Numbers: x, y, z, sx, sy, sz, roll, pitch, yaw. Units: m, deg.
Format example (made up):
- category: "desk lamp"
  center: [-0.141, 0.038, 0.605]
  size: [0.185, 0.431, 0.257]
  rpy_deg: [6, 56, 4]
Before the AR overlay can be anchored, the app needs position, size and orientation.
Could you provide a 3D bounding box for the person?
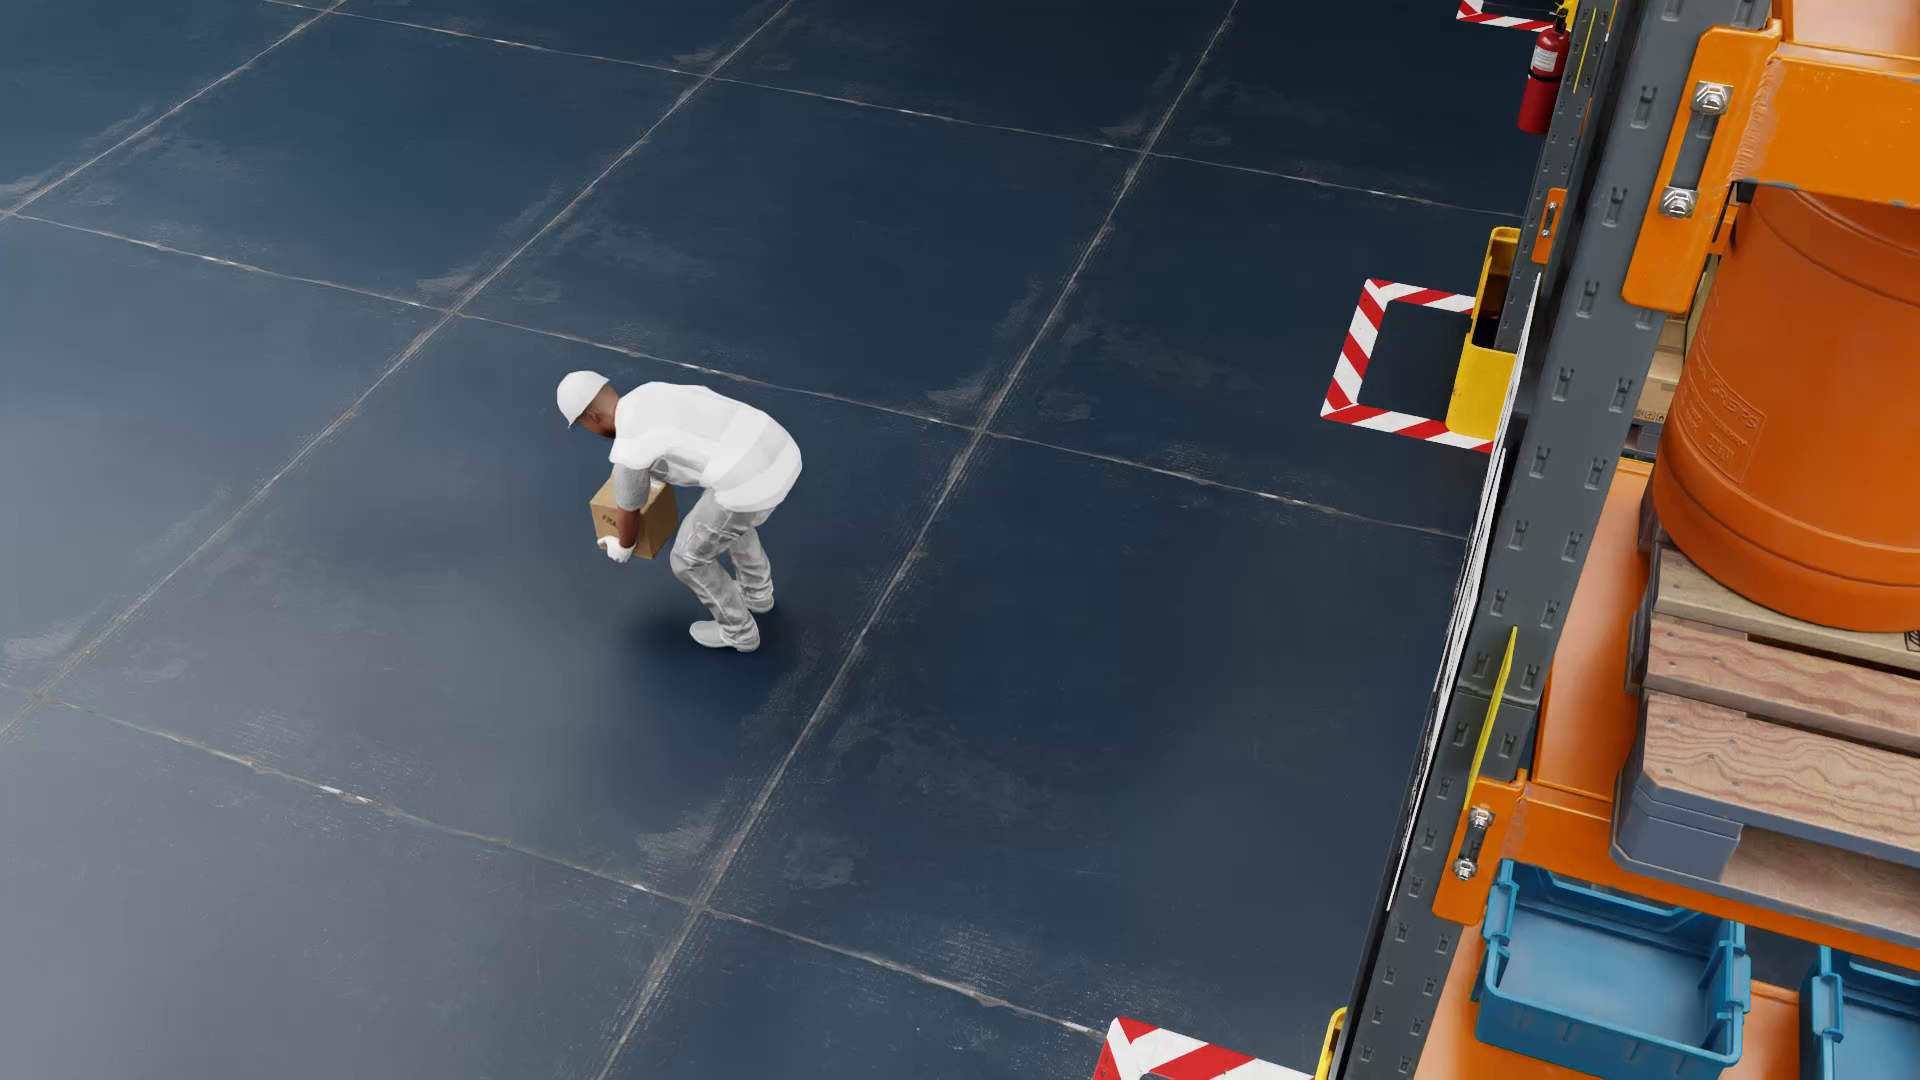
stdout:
- category: "person"
  center: [-1.115, -0.129, 6.756]
  size: [0.967, 1.169, 0.517]
  rpy_deg: [12, 42, 13]
